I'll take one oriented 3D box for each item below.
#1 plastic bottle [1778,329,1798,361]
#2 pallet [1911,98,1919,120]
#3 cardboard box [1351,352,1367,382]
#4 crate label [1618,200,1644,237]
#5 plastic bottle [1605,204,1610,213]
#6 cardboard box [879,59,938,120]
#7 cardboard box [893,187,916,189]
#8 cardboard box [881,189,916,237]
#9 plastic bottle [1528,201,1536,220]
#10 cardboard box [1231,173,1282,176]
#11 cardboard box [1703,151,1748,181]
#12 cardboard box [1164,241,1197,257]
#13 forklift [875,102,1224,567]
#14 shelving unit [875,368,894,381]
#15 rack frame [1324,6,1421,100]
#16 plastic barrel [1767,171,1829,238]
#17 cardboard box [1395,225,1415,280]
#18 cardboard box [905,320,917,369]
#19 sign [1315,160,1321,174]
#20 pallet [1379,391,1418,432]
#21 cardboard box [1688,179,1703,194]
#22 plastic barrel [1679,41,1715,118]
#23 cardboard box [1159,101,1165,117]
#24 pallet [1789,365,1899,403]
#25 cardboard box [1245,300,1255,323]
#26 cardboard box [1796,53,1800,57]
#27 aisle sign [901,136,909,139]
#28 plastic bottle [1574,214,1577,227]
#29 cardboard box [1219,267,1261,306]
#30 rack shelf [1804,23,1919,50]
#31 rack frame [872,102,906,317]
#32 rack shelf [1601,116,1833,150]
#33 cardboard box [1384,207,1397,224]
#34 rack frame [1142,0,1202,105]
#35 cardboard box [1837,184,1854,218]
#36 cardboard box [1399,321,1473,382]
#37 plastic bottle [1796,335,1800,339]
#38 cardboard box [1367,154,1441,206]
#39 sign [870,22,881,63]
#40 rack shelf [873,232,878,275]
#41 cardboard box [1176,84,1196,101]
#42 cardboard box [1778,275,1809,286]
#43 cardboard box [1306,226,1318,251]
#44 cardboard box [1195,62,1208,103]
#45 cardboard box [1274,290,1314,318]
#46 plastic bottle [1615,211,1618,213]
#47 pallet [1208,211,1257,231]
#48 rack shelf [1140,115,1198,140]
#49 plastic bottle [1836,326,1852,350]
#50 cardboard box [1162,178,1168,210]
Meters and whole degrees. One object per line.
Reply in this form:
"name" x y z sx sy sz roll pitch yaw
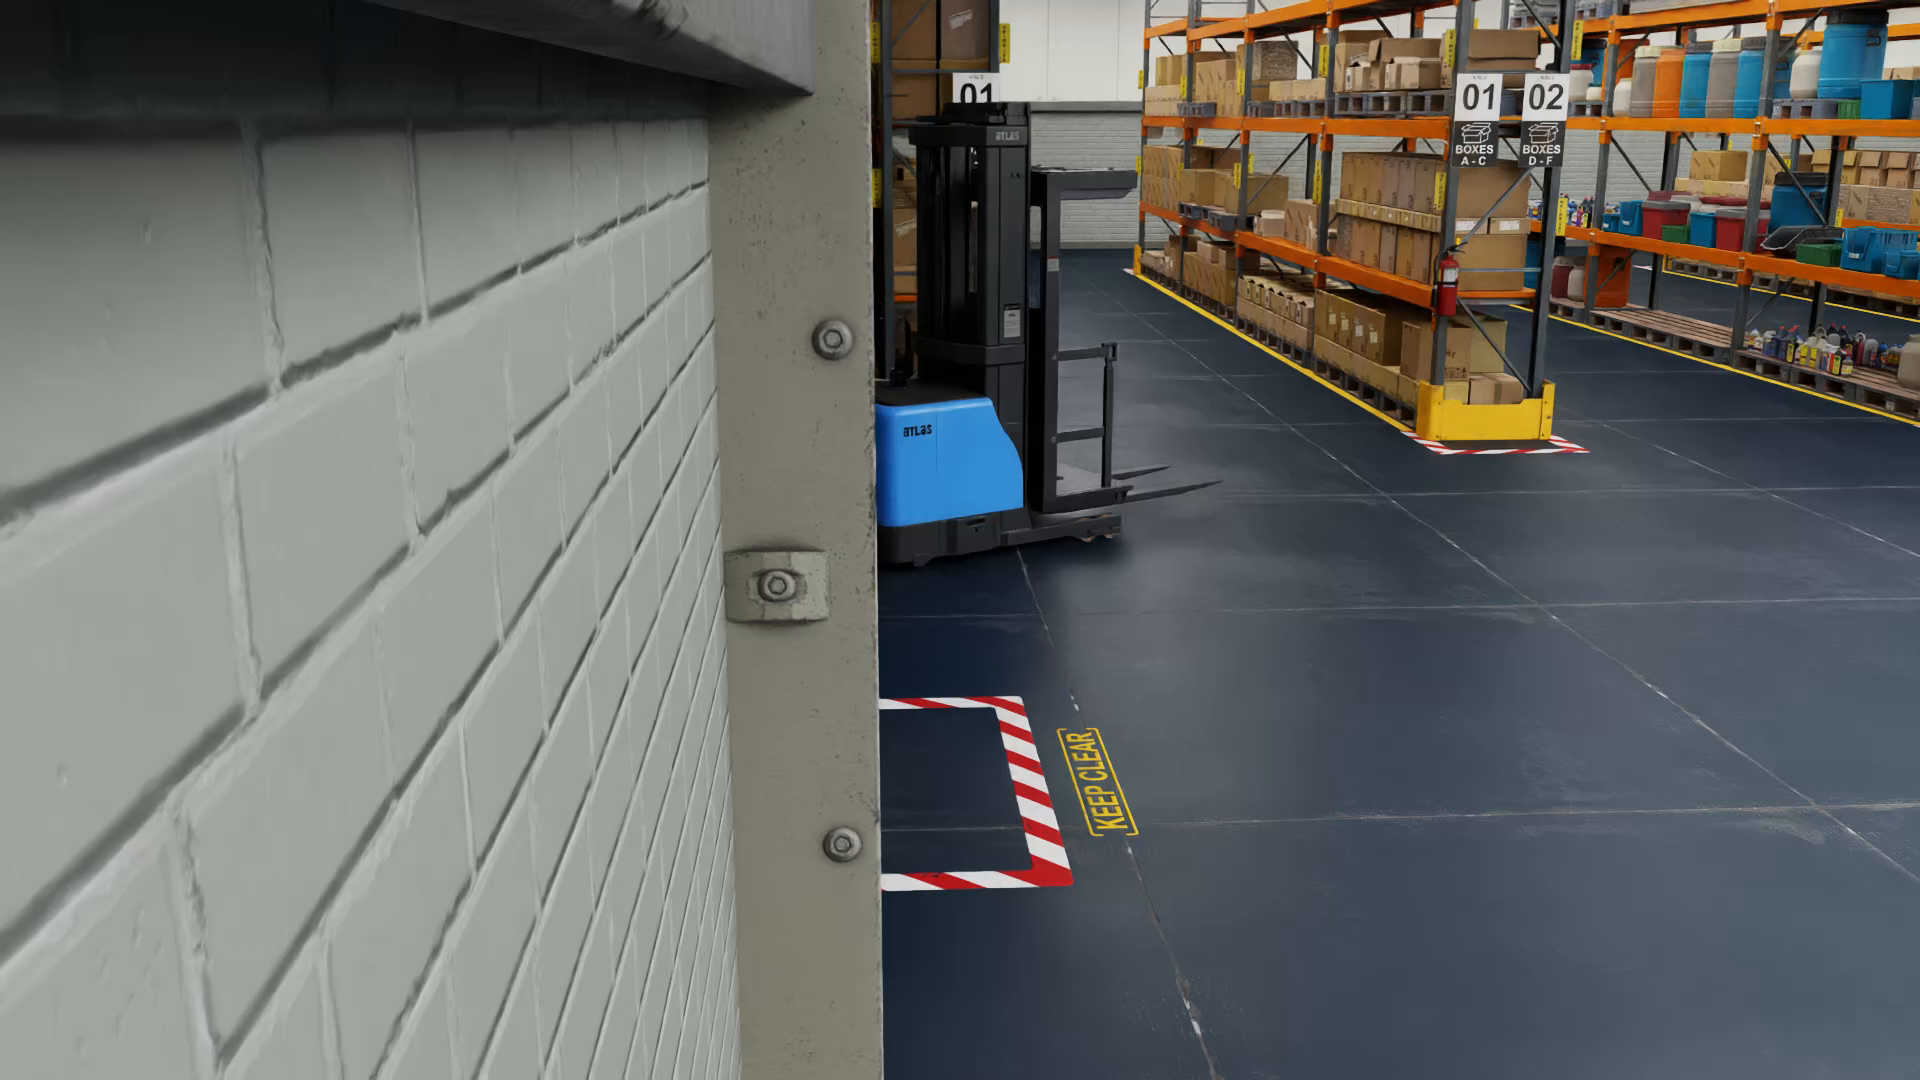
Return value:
"plastic bottle" 9.121 -2.151 18.300 0.144 0.351 0.185 -1 15 -6
"pallet" 9.768 -4.049 15.601 1.003 0.211 1.213 -1 14 -3
"cardboard box" 4.345 -1.778 17.093 0.500 0.250 0.500 -1 14 -3
"crate label" 9.018 -4.236 21.898 0.502 0.435 0.616 -1 14 -3
"plastic bottle" 9.485 -4.779 24.340 0.097 0.271 0.097 0 14 0
"cardboard box" -0.445 -3.938 14.551 0.500 0.500 0.500 0 14 1
"cardboard box" -0.439 -3.850 19.385 0.700 0.500 0.500 1 14 2
"cardboard box" -0.594 -3.502 17.874 0.500 0.500 0.500 -1 14 -5
"plastic bottle" 8.698 -4.996 25.171 0.152 0.276 0.135 -1 14 -3
"cardboard box" 4.264 -5.031 24.018 0.700 0.500 0.500 2 15 7
"cardboard box" 13.503 -6.594 29.333 0.500 0.500 0.500 -1 14 -5
"cardboard box" 3.913 -4.860 28.524 0.797 0.503 0.637 -1 14 -3
"forklift" 0.518 -1.506 11.496 3.031 2.935 1.130 -9 17 -33
"shelving unit" -0.661 -0.532 11.164 0.258 1.200 0.503 7 15 39
"rack frame" 4.530 -6.305 17.971 1.000 3.000 0.127 -1 14 -3
"plastic barrel" 9.752 -3.819 19.342 0.600 0.901 0.708 -1 14 -3
"cardboard box" 4.699 -2.824 16.280 0.700 0.500 0.500 -1 14 -3
"cardboard box" -0.310 -2.067 17.674 0.500 0.500 0.500 -2 15 -8
"sign" 4.836 -4.964 22.478 0.100 0.325 0.005 -1 14 -3
"pallet" 4.688 -1.244 15.937 1.003 0.211 1.213 -1 14 -3
"cardboard box" 13.473 -6.355 29.908 0.500 0.250 0.500 -1 14 -4
"plastic barrel" 9.145 -5.619 20.319 0.600 0.901 0.708 -1 14 -3
"cardboard box" 3.652 -7.259 28.001 0.500 0.250 0.500 -1 14 -3
"pallet" 9.552 -1.653 17.526 1.003 0.211 1.213 -1 14 -3
"cardboard box" 4.053 -3.006 21.866 0.500 0.250 0.500 -1 14 -5
"cardboard box" 13.870 -7.891 27.408 0.500 0.250 0.500 -2 15 -7
"aisle sign" -0.863 -7.588 29.781 0.394 0.787 0.004 -1 14 -3
"plastic bottle" 8.772 -4.554 23.605 0.097 0.201 0.097 0 14 0
"cardboard box" 3.990 -3.626 23.732 0.500 0.500 0.500 0 14 -1
"rack shelf" 14.045 -7.407 24.501 1.077 0.370 4.000 -1 14 -3
"rack frame" -0.662 -4.317 22.285 1.000 3.000 0.127 -1 14 -3
"rack shelf" 9.350 -5.077 20.662 1.077 0.370 4.000 -1 14 -3
"cardboard box" 4.465 -3.245 16.616 0.380 0.149 0.250 -1 14 -4
"rack frame" 3.786 -9.289 29.571 1.000 3.000 0.127 -1 14 -3
"cardboard box" 13.763 -5.222 25.601 0.500 0.500 0.500 -1 14 -5
"cardboard box" 4.447 -1.768 15.550 0.500 0.500 0.500 -1 14 -3
"plastic bottle" 9.239 -2.125 18.360 0.097 0.271 0.097 0 14 0
"cardboard box" 4.626 -3.716 17.144 0.700 0.500 0.500 -1 14 -3
"sign" -0.722 -4.205 14.054 0.100 0.325 0.005 -1 14 -3
"rack shelf" -0.538 -3.471 20.441 1.077 0.370 4.000 -1 14 -3
"cardboard box" 3.733 -7.128 26.488 0.500 0.250 0.500 -1 14 -3
"cardboard box" 13.981 -4.557 26.638 1.225 0.875 0.875 -1 14 -3
"cardboard box" 4.292 -3.550 19.575 0.396 0.266 0.258 -1 14 -5
"cardboard box" 3.992 -7.016 25.509 0.600 0.600 0.600 -2 15 -9
"cardboard box" 4.151 -2.893 20.299 0.500 0.311 0.500 -1 14 -4
"plastic bottle" 9.370 -4.595 23.763 0.097 0.201 0.097 0 14 0
"pallet" 4.170 -4.469 23.260 1.213 0.211 1.003 -1 14 -3
"rack shelf" 3.910 -6.991 28.101 1.077 0.370 4.000 -1 14 -3
"plastic bottle" 9.813 -2.202 18.497 0.144 0.351 0.185 -2 15 -6
"cardboard box" 3.680 -5.814 27.902 0.500 0.500 0.500 -1 14 -2
